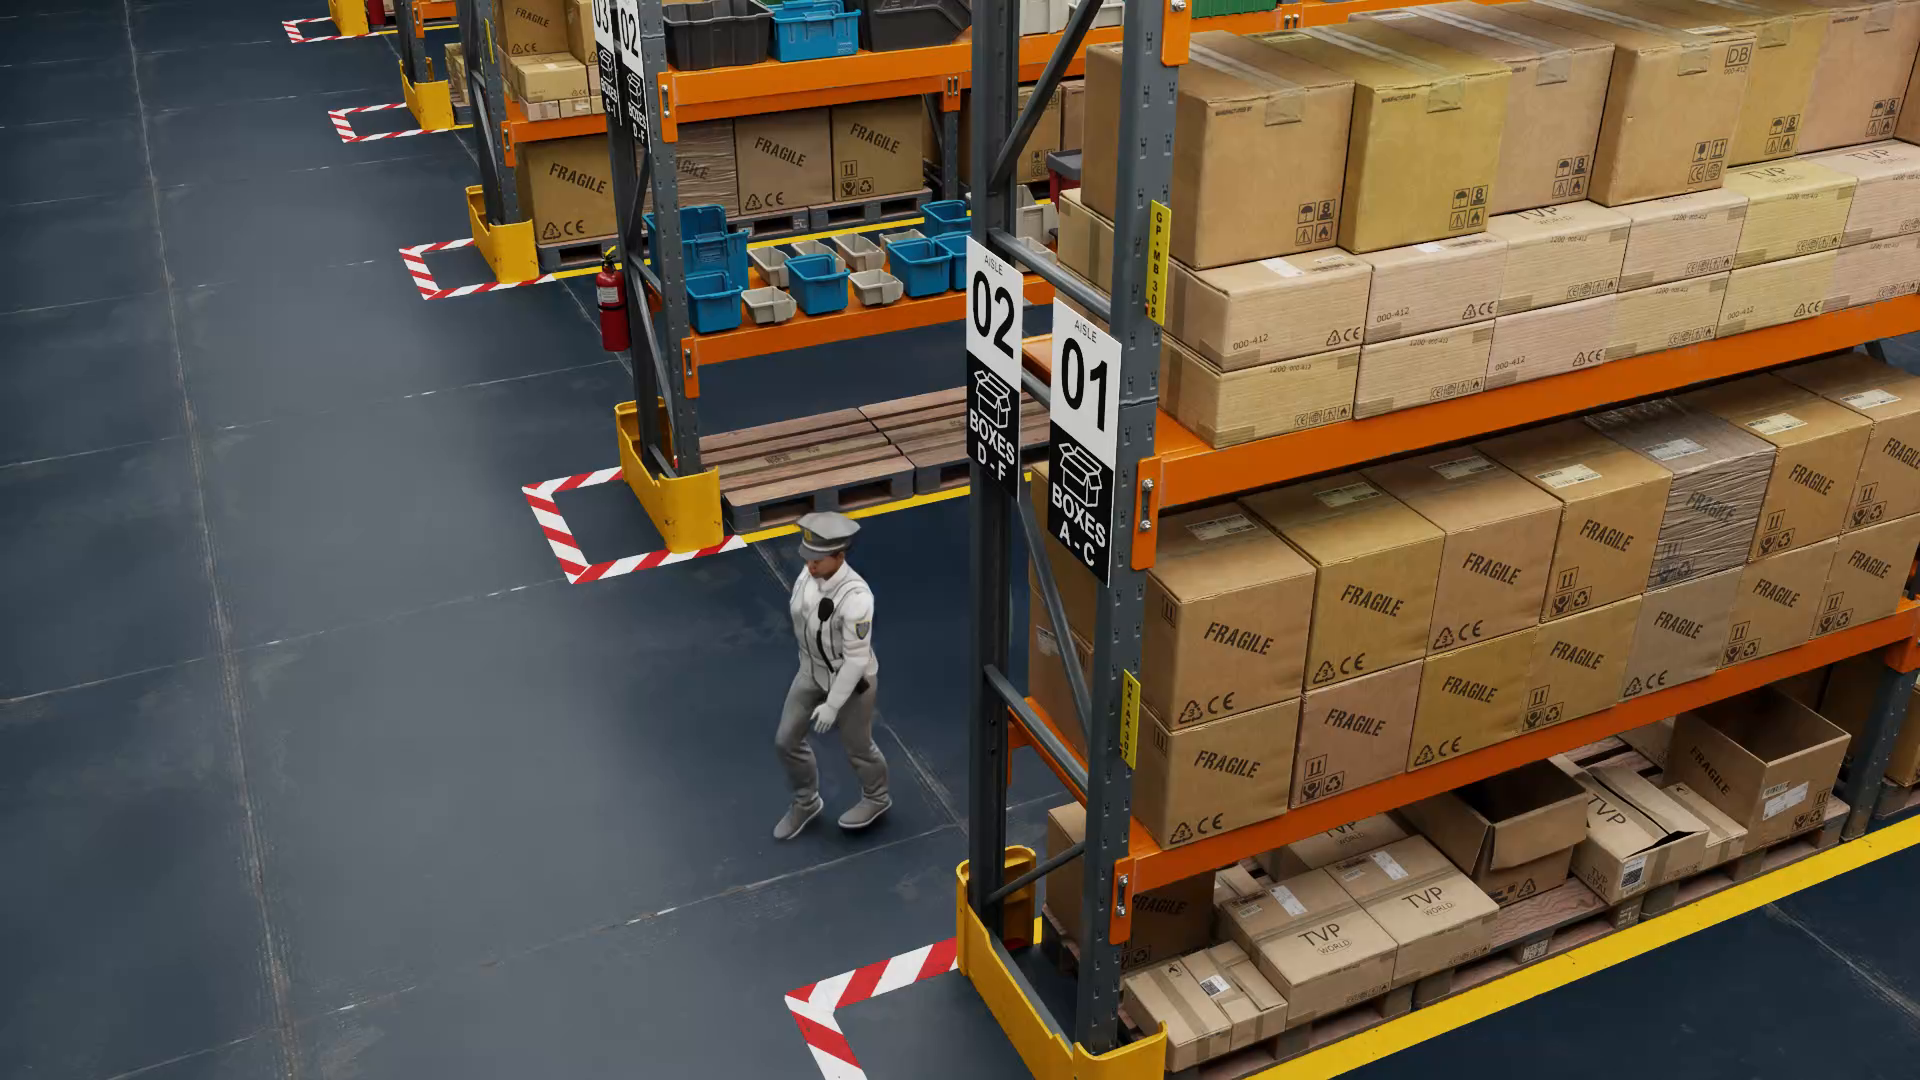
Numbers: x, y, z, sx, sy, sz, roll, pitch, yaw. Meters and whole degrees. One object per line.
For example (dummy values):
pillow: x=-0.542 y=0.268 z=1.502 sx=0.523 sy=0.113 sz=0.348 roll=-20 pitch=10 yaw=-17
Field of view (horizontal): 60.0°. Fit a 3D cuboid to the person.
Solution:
person: x=-0.560 y=0.630 z=7.341 sx=0.534 sy=1.719 sz=0.563 roll=-23 pitch=37 yaw=-34
